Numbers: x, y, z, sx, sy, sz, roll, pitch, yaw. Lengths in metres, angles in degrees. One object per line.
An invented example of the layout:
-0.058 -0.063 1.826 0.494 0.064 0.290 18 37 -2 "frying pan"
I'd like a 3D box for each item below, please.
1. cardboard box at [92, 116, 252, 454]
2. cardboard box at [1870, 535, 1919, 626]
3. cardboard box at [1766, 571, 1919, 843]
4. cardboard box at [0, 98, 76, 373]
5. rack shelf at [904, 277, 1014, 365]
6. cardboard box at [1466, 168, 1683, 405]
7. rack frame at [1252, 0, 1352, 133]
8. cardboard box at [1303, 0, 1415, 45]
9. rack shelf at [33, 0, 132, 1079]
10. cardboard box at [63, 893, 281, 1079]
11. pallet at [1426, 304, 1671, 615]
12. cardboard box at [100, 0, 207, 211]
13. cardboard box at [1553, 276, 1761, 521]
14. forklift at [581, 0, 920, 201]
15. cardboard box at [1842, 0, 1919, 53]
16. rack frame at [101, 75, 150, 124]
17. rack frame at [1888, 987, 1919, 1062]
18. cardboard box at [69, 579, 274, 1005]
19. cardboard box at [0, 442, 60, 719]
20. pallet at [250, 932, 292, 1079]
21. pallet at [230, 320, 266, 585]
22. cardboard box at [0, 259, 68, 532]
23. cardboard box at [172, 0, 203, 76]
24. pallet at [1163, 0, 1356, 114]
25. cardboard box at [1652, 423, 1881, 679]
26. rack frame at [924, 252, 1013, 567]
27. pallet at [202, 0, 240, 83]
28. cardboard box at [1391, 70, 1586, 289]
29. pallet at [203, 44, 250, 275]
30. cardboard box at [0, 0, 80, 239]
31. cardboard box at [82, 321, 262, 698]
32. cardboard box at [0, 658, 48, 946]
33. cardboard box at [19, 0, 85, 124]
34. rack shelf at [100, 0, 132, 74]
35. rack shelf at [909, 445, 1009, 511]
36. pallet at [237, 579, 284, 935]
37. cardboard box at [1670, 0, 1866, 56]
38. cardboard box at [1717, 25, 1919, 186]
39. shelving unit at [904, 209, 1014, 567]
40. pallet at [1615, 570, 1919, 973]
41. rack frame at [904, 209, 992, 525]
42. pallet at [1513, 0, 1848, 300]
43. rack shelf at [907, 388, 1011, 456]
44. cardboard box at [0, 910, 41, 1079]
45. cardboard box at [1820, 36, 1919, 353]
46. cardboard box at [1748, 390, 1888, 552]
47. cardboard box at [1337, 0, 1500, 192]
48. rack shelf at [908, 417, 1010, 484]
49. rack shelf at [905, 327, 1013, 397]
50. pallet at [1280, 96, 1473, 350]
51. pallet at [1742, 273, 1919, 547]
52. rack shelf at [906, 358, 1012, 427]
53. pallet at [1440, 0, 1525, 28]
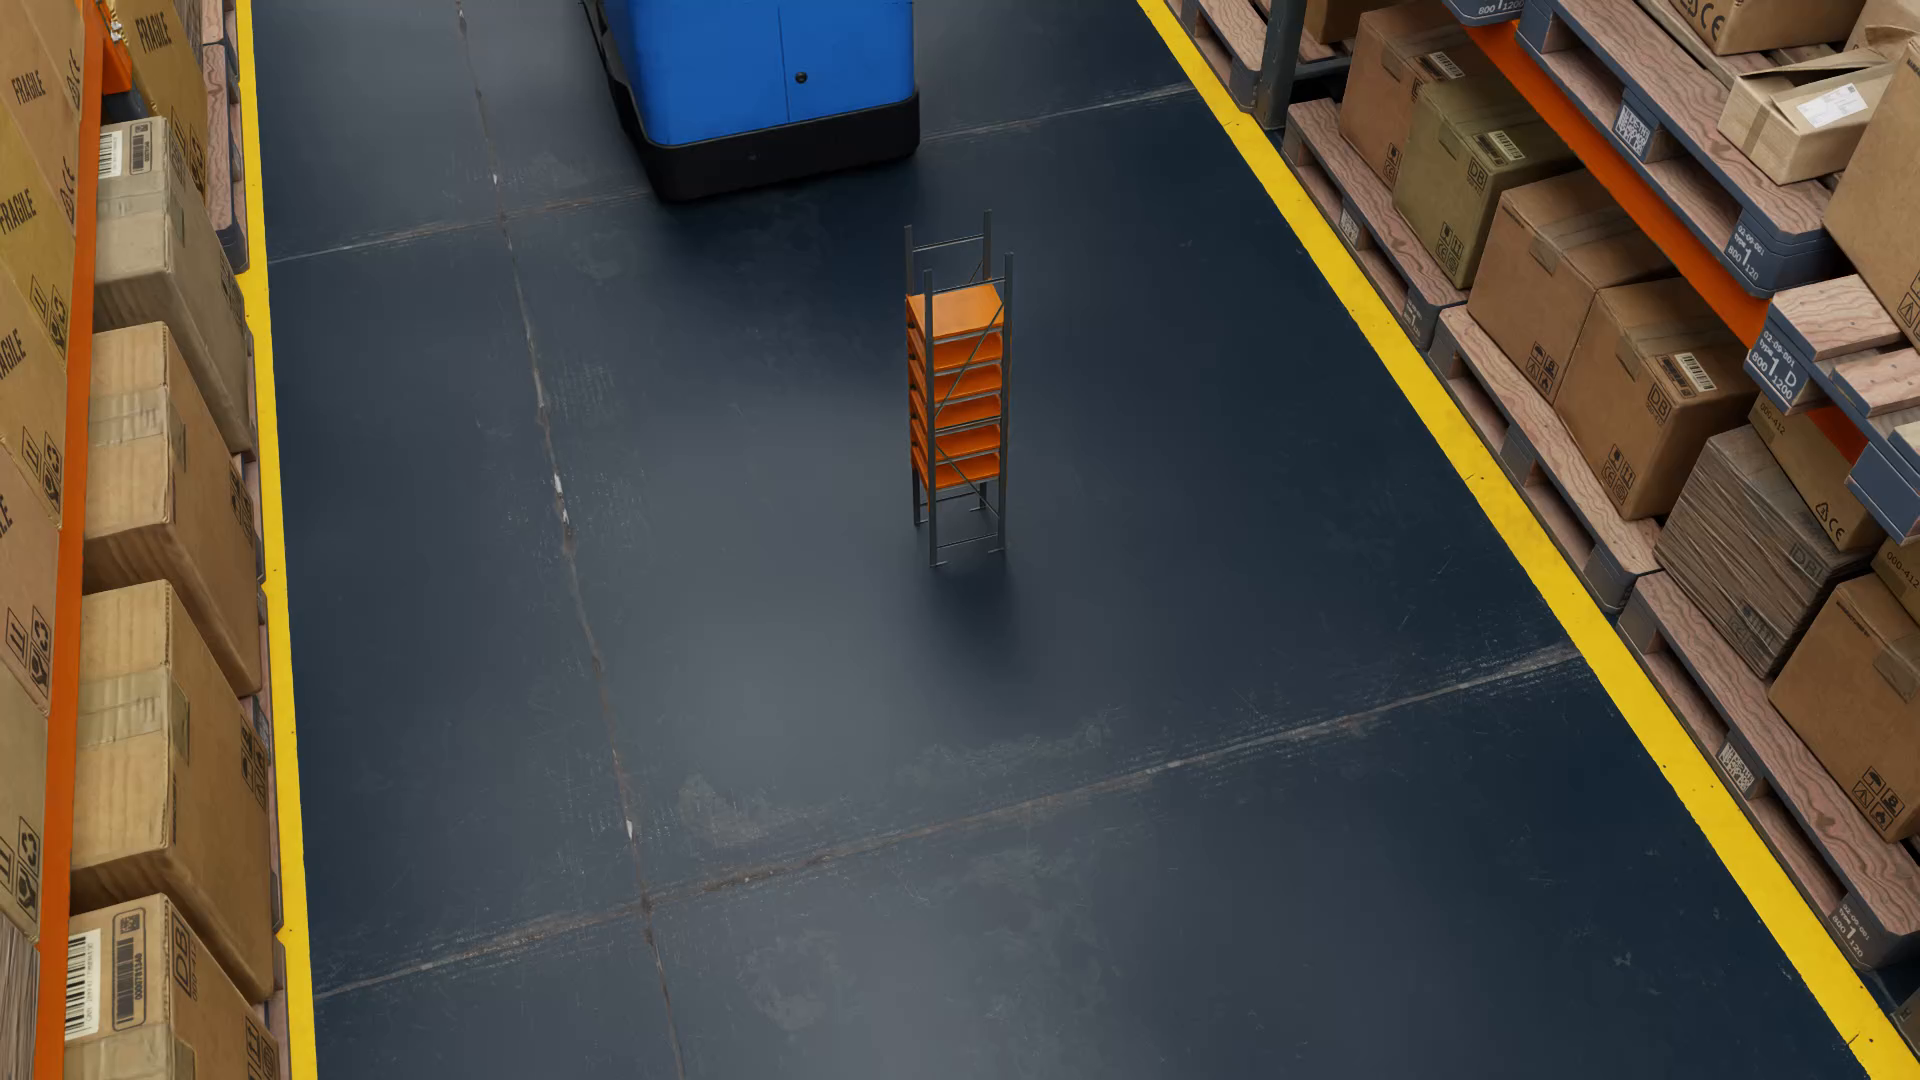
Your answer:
-2.826 -0.673 5.052 1.050 0.750 0.750 -14 51 -11 "cardboard box"
2.628 0.117 4.046 0.500 0.250 0.500 -11 51 -9 "cardboard box"
2.638 0.357 4.334 0.700 0.500 0.500 -16 52 -13 "cardboard box"
-2.387 -0.669 3.787 0.500 0.500 0.500 -13 51 -11 "cardboard box"
-0.004 -0.601 4.559 0.258 0.103 0.180 -13 51 -11 "rack shelf"
2.122 -0.865 5.365 0.700 0.500 0.500 -17 52 -14 "cardboard box"
1.672 -2.744 5.601 1.000 3.000 0.127 -13 51 -11 "rack frame"
1.592 -2.375 6.650 0.500 0.500 0.500 -15 51 -12 "cardboard box"
-2.504 -0.003 3.762 1.077 0.370 4.000 -13 51 -11 "rack shelf"
-2.007 1.350 3.347 1.050 0.750 0.750 -14 51 -11 "cardboard box"
2.268 -0.384 5.436 1.003 0.211 1.213 -13 51 -11 "pallet"
-3.215 -1.622 5.770 0.875 0.875 0.875 -13 51 -10 "cardboard box"
2.287 -0.458 5.021 0.700 0.500 0.500 -9 51 -8 "cardboard box"
-1.099 -3.372 6.176 1.130 2.935 3.031 -14 51 -12 "forklift"
2.579 -1.185 4.111 0.500 0.250 0.500 -15 51 -12 "cardboard box"
-3.096 -1.696 4.718 1.000 3.000 0.127 -13 51 -11 "rack frame"
2.855 0.178 3.138 1.000 3.000 0.127 -13 51 -11 "rack frame"
-2.269 0.712 3.884 1.050 0.750 0.750 -13 51 -10 "cardboard box"
-2.090 0.065 3.168 0.500 0.500 0.500 -13 51 -11 "cardboard box"
-2.074 1.531 3.821 1.003 0.211 1.213 -13 51 -11 "pallet"
-2.796 -0.251 5.323 1.003 0.211 1.213 -13 51 -11 "pallet"
-2.235 -0.299 3.475 0.500 0.500 0.500 -14 51 -11 "cardboard box"
-3.485 -2.279 6.325 0.875 0.875 0.875 -13 51 -11 "cardboard box"
1.440 -2.327 7.074 1.003 0.211 1.213 -13 51 -11 "pallet"
2.461 -0.045 4.674 0.700 0.500 0.500 -17 52 -14 "cardboard box"
0.023 -0.330 4.744 0.240 1.200 0.006 -13 51 -11 "rack frame"
-3.611 -2.263 7.020 1.003 0.211 1.213 -13 51 -11 "pallet"
1.956 -1.274 5.709 0.700 0.500 0.500 -14 51 -11 "cardboard box"
-3.246 -1.370 6.267 1.003 0.211 1.213 -13 51 -11 "pallet"
-2.537 -1.039 4.098 0.500 0.500 0.500 -14 51 -11 "cardboard box"
-2.545 0.032 4.458 1.050 0.750 0.750 -13 51 -11 "cardboard box"
-1.941 0.434 2.857 0.500 0.500 0.500 -14 51 -11 "cardboard box"
-2.686 -1.408 4.409 0.500 0.500 0.500 -14 51 -11 "cardboard box"
-3.687 -2.925 6.224 1.077 0.370 4.000 -13 51 -11 "rack shelf"
-0.004 -0.214 5.018 0.258 0.103 0.180 -13 51 -11 "rack shelf"
-2.431 0.642 4.571 1.003 0.211 1.213 -13 51 -11 "pallet"
2.273 -1.667 4.351 0.797 0.503 0.637 -9 50 -7 "cardboard box"
2.104 -1.071 4.004 0.396 0.266 0.258 -15 51 -12 "cardboard box"
-0.004 -0.397 4.800 0.258 1.200 0.189 -13 51 -11 "shelving unit"
2.625 0.505 4.686 1.003 0.211 1.213 -13 51 -11 "pallet"
-0.031 -0.464 4.857 0.240 1.200 0.006 -13 51 -11 "rack frame"
2.230 -1.197 4.423 1.003 0.211 1.213 -13 51 -11 "pallet"
-0.004 -0.369 4.834 0.258 0.103 0.180 -13 51 -11 "rack shelf"
-1.788 0.804 2.545 0.500 0.500 0.500 -13 51 -11 "cardboard box"
2.396 -0.760 3.589 0.700 0.500 0.500 -7 50 -6 "cardboard box"
2.462 -0.268 4.371 0.500 0.250 0.500 -8 50 -7 "cardboard box"
1.833 -1.627 6.006 0.700 0.500 0.500 -17 52 -14 "cardboard box"
-0.004 -0.291 4.926 0.258 0.103 0.180 -13 51 -11 "rack shelf"
-0.004 -0.523 4.651 0.258 0.103 0.180 -13 51 -11 "rack shelf"
1.904 -1.277 6.188 1.003 0.211 1.213 -13 51 -11 "pallet"
2.542 -0.257 3.630 1.213 0.211 1.003 -13 51 -11 "pallet"
-0.004 -0.446 4.742 0.258 0.103 0.180 -13 51 -11 "rack shelf"
1.759 -2.091 5.176 1.003 0.211 1.213 -13 51 -11 "pallet"
